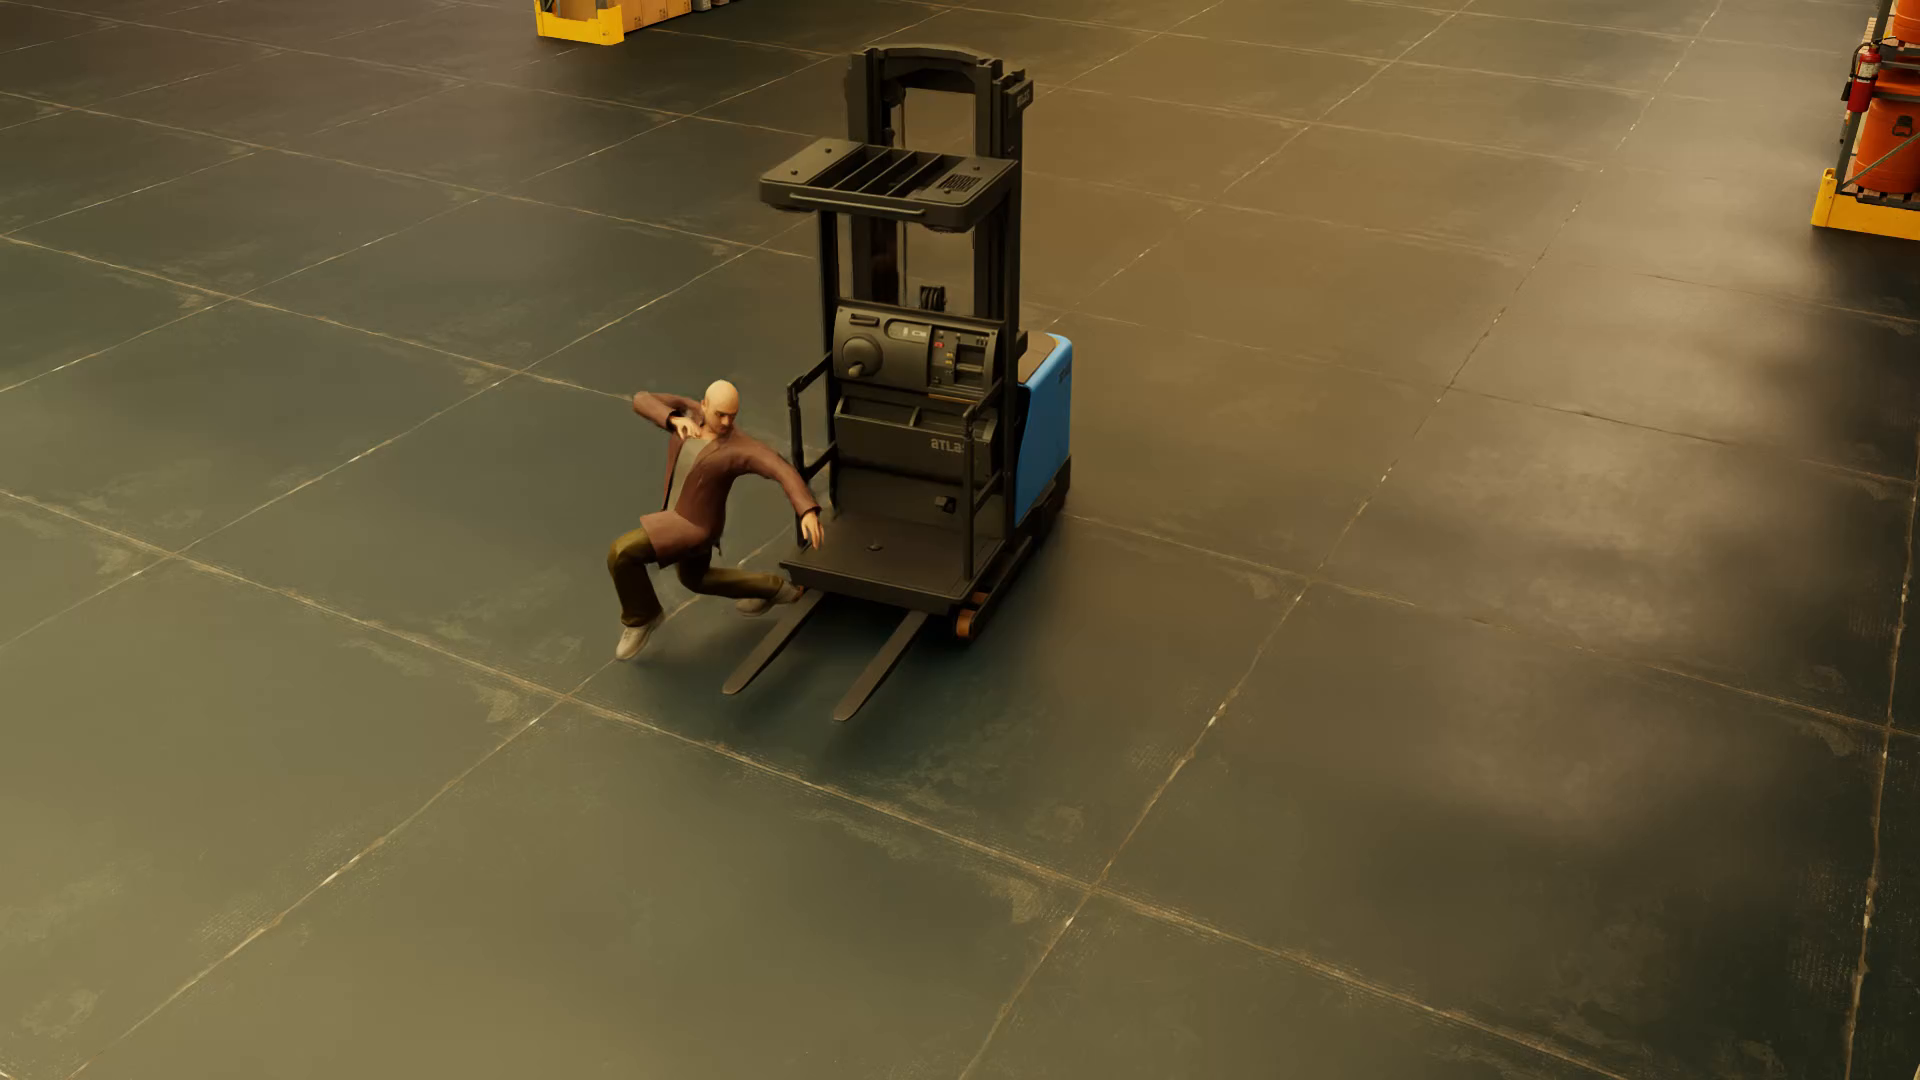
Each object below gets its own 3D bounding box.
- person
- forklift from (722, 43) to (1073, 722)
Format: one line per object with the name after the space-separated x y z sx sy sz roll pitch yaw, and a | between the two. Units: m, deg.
-1.280 -0.042 8.507 1.022 1.471 1.046 -16 33 -25 | person
-0.319 -0.965 8.742 1.130 2.935 3.031 11 32 18 | forklift
